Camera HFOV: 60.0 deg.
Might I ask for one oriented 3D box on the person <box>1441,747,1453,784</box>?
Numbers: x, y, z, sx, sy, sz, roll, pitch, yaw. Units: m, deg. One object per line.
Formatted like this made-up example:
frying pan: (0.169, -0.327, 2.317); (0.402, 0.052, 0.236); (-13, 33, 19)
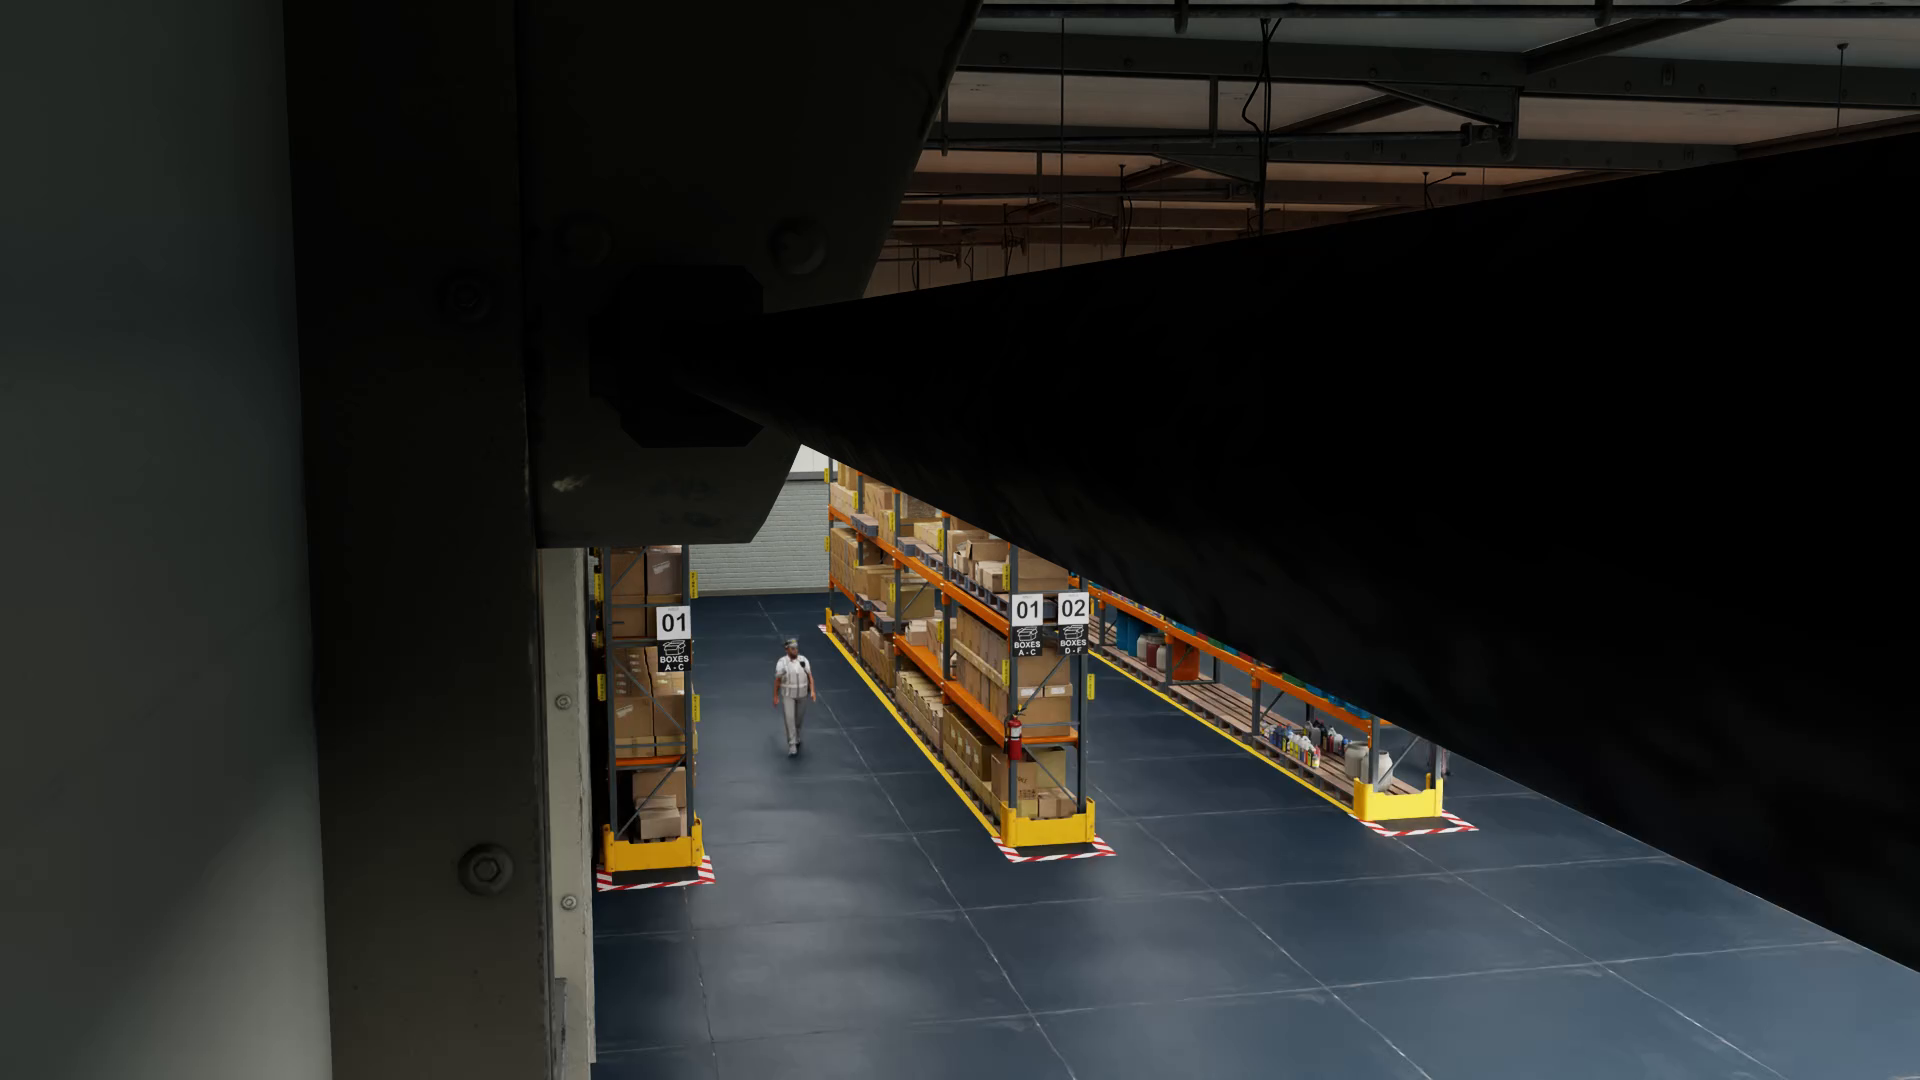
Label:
person: (7.082, 2.618, 24.152); (0.584, 1.732, 0.696); (0, 7, -2)

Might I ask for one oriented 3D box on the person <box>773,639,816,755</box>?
person: (-2.565, 2.387, 25.838); (0.611, 1.710, 1.062); (-3, 7, -21)
